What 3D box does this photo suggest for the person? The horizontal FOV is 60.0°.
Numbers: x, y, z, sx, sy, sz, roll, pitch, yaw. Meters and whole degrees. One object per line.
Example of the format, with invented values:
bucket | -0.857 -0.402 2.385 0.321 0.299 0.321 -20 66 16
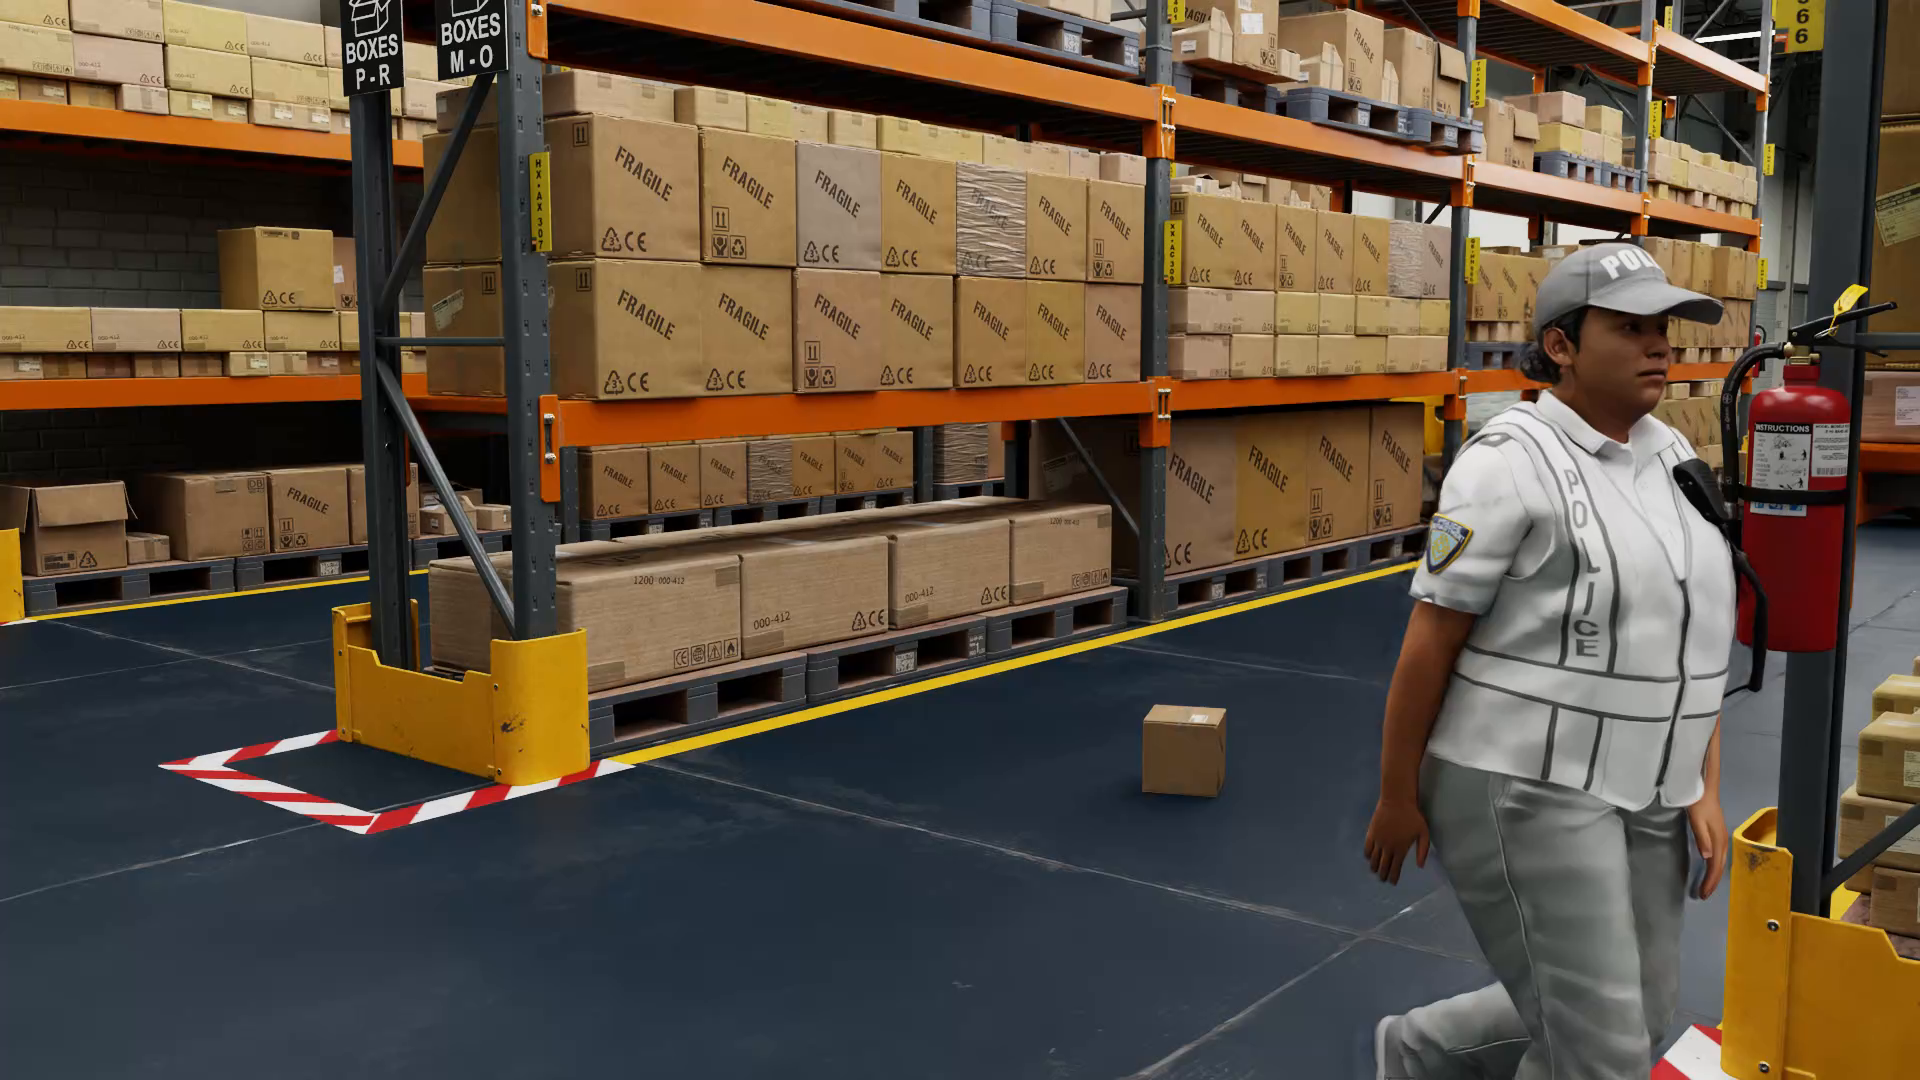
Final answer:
person | 0.893 0.372 2.554 0.494 1.631 0.747 -4 8 -32
